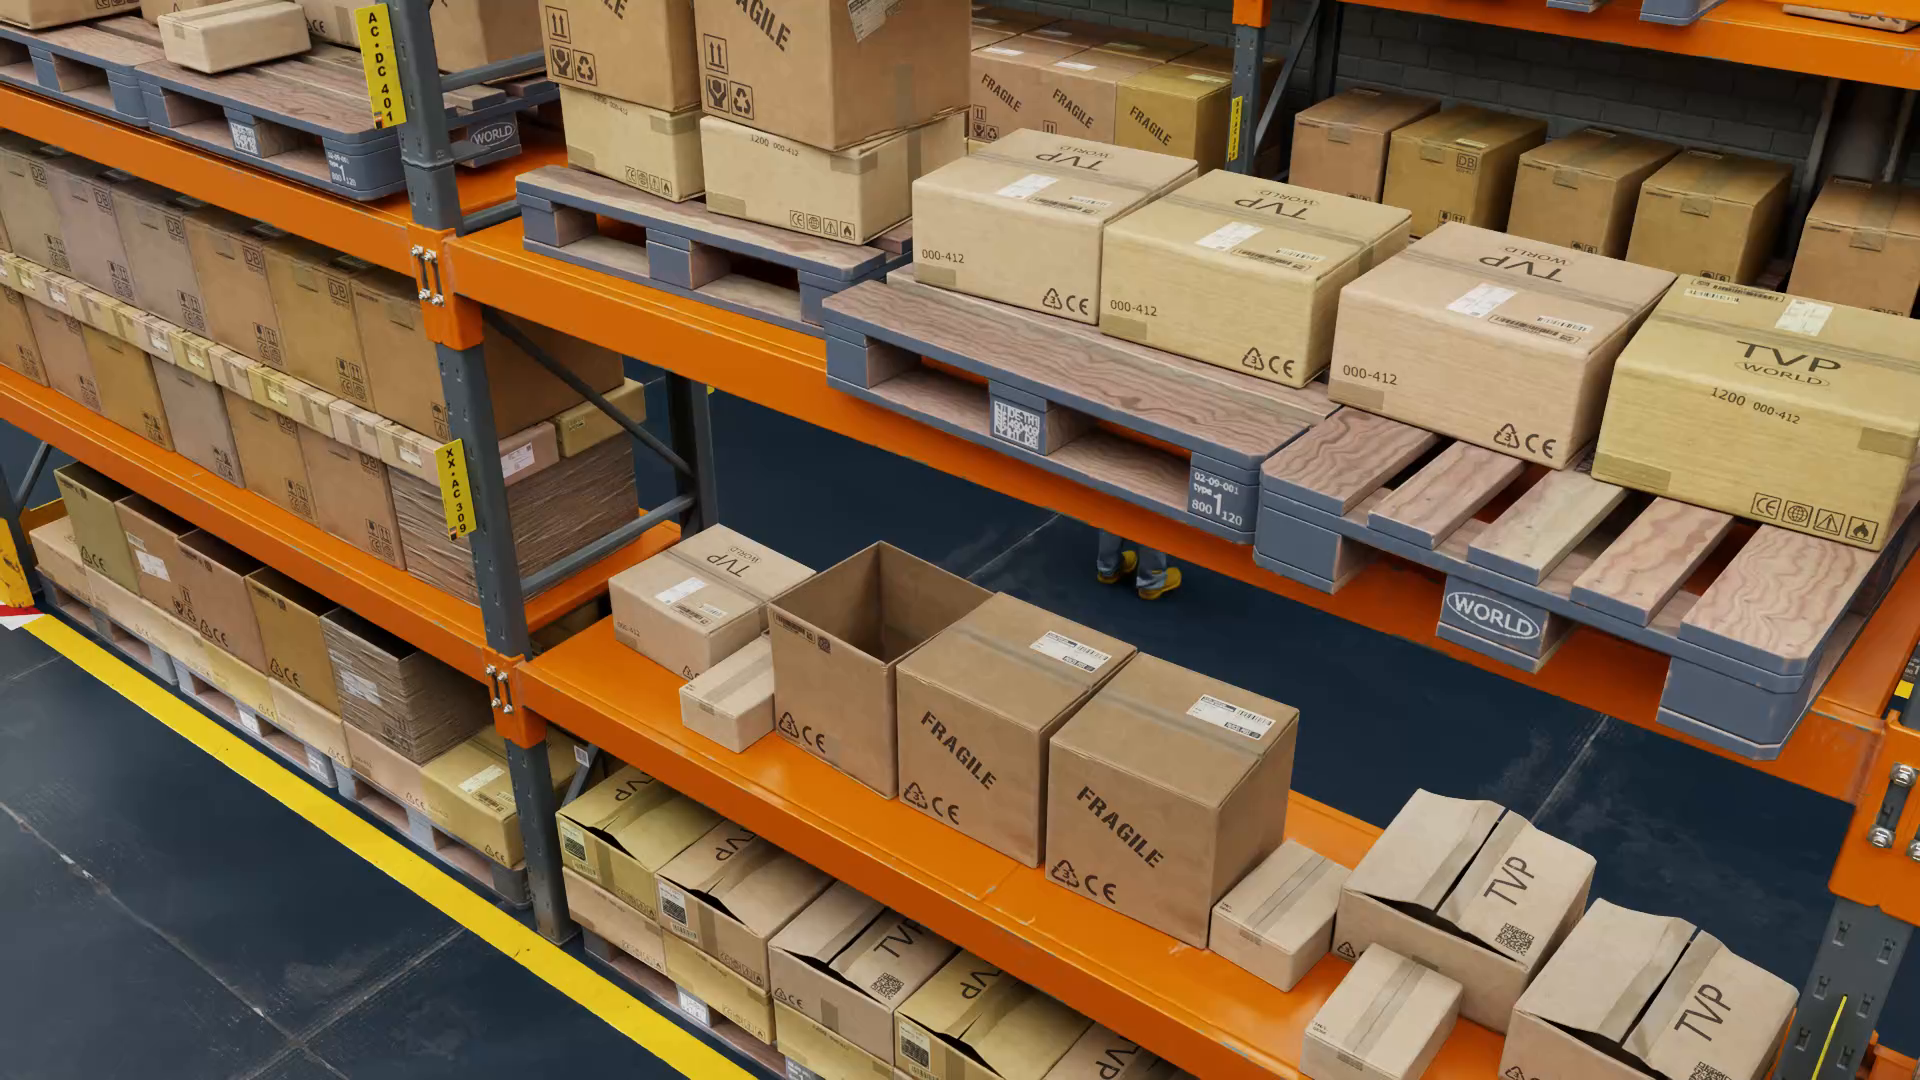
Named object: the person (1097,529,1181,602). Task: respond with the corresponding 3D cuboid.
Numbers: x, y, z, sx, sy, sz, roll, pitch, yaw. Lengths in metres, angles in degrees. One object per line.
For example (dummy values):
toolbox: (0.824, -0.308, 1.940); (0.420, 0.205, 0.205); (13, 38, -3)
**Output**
person: (0.879, -0.552, 8.039); (0.564, 1.762, 0.360); (22, 37, 32)
